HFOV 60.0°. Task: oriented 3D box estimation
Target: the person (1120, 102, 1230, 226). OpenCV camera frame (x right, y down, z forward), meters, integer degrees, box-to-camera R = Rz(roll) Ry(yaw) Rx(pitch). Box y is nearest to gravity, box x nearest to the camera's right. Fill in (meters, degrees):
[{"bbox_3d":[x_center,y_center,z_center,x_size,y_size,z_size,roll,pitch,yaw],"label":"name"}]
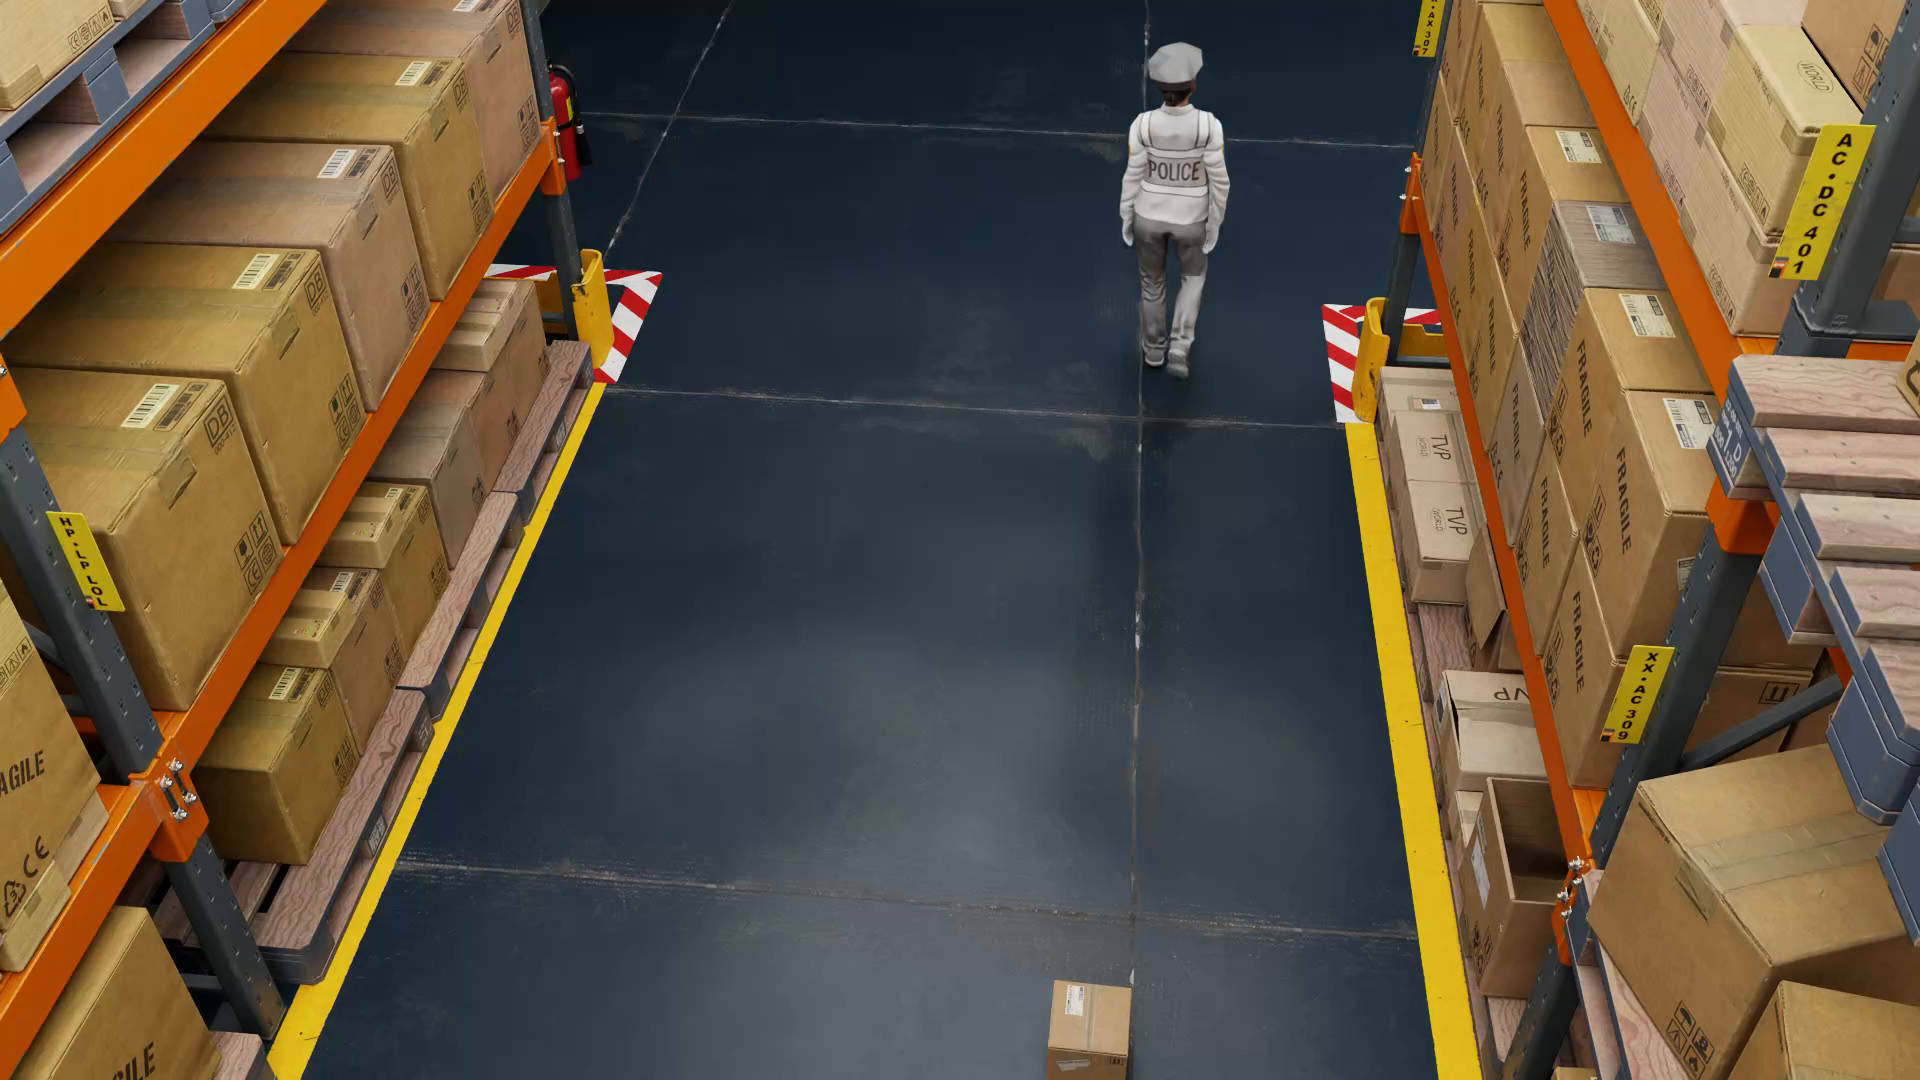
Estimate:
[{"bbox_3d":[1.011,-1.755,7.738,0.502,0.627,0.319,5,41,6],"label":"person"}]
